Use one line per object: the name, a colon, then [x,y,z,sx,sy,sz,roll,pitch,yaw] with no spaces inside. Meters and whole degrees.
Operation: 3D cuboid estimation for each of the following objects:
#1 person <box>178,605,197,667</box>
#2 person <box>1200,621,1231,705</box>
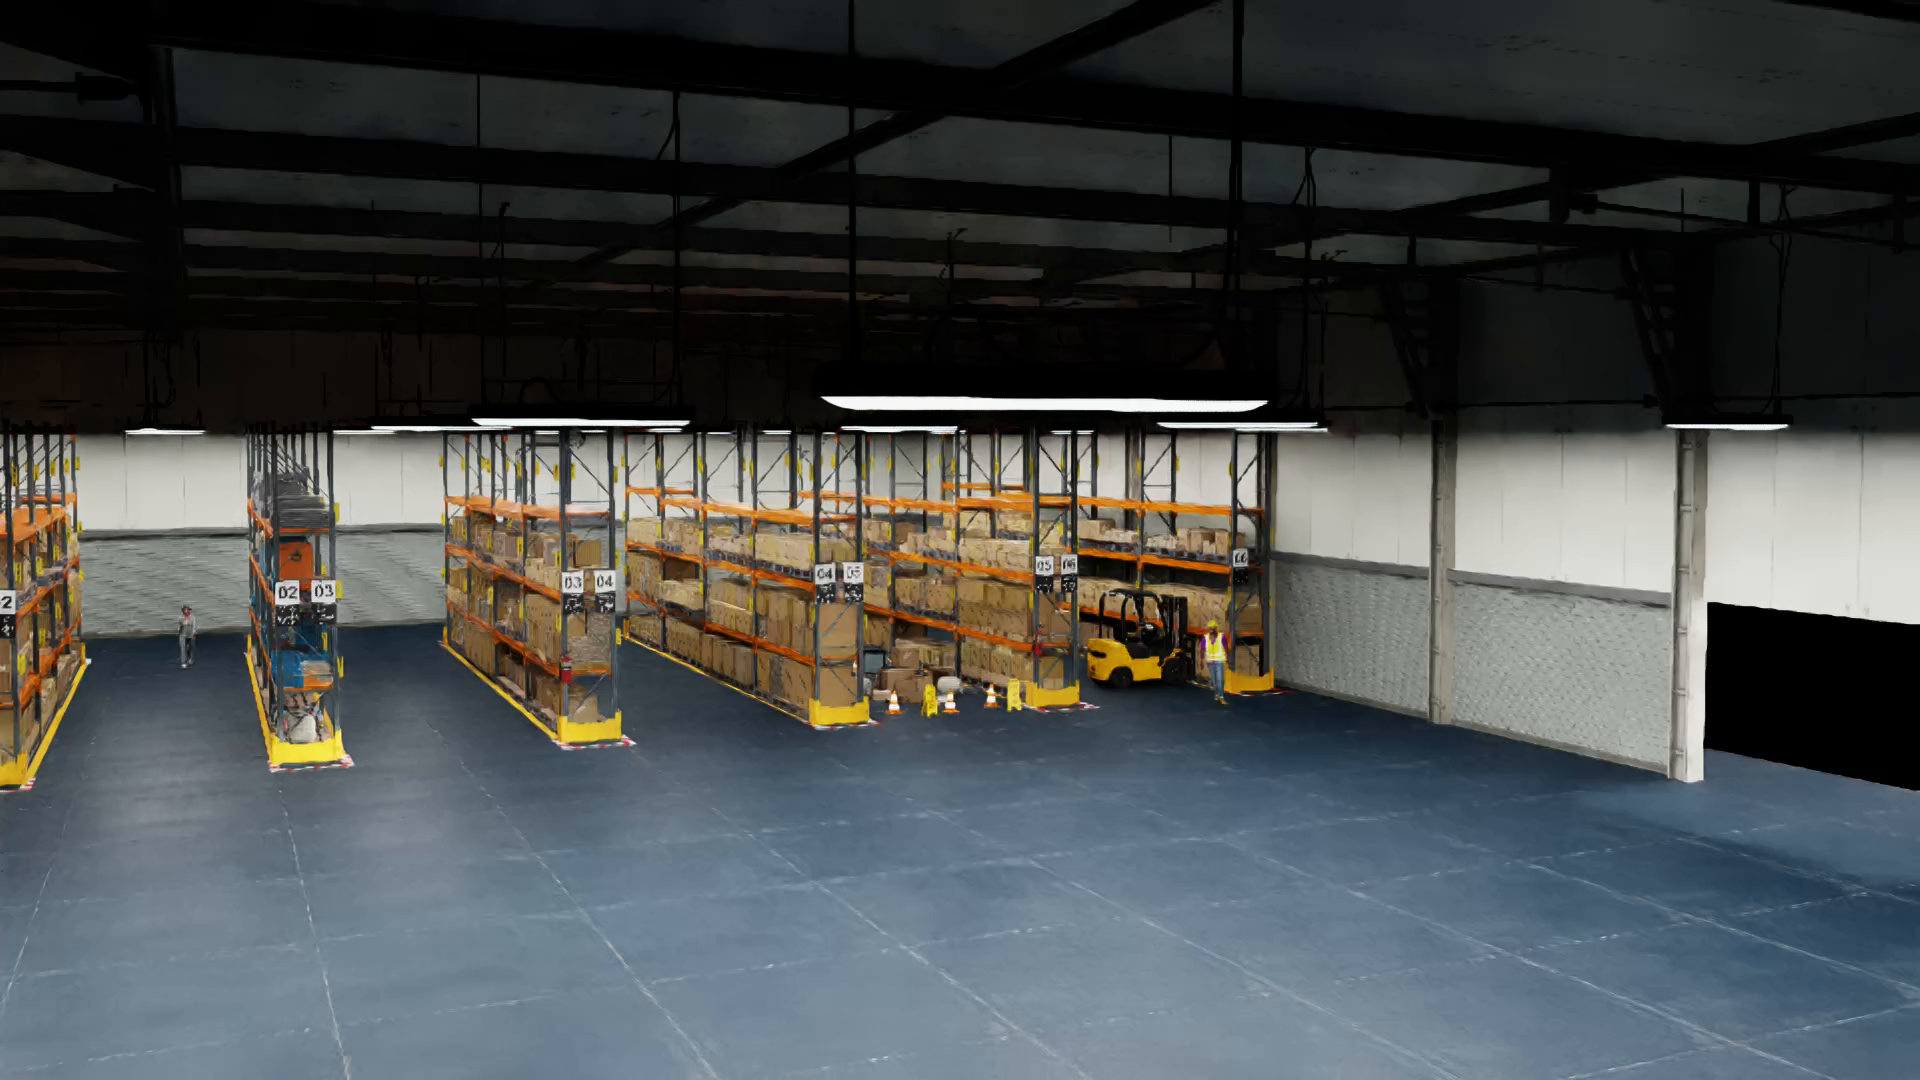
person: [-19.177,2.369,41.295,0.415,1.517,1.041,-2,4,-27]
person: [5.501,2.617,35.760,0.648,1.787,0.533,2,4,27]
